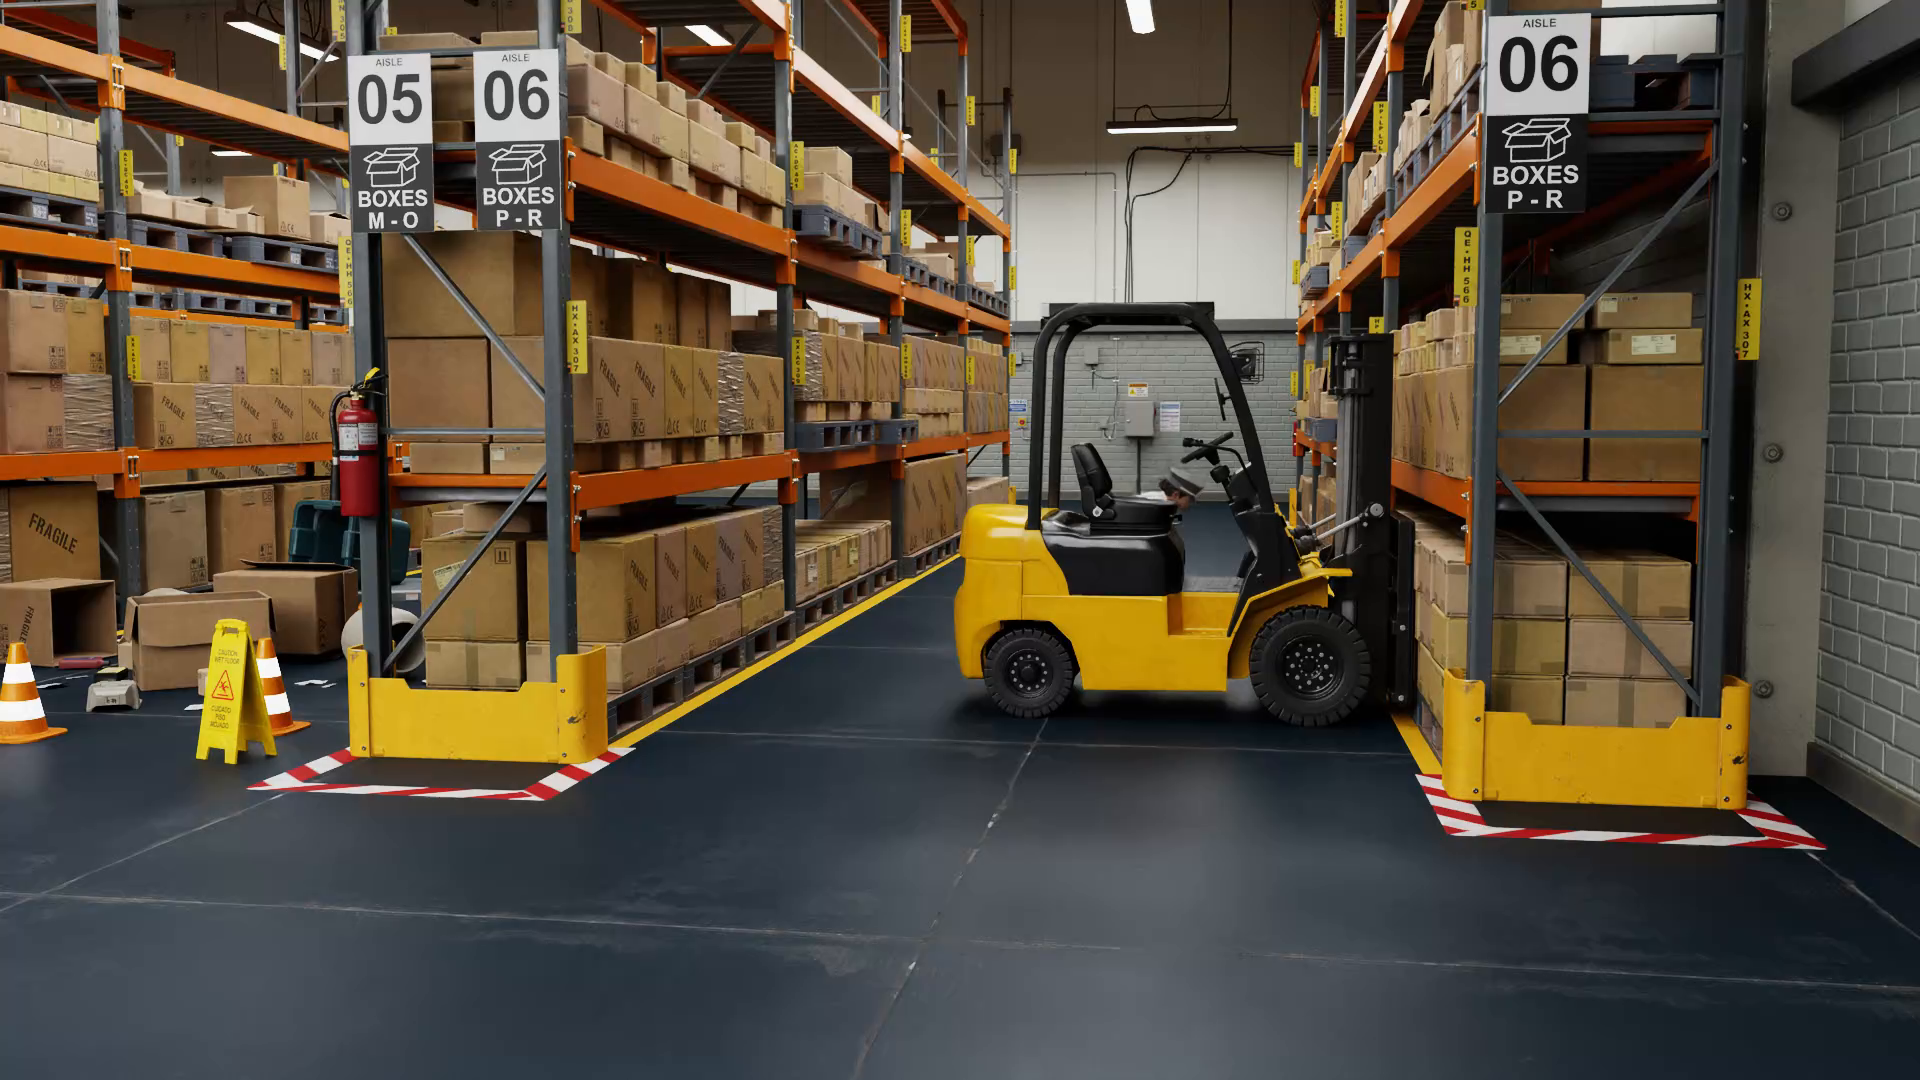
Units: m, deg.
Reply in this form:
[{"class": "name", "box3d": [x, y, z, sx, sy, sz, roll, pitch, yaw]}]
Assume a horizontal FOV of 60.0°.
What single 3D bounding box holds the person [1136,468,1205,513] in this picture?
[{"class": "person", "box3d": [1.179, 0.154, 10.697, 0.776, 1.235, 0.529, 1, 5, 9]}]
